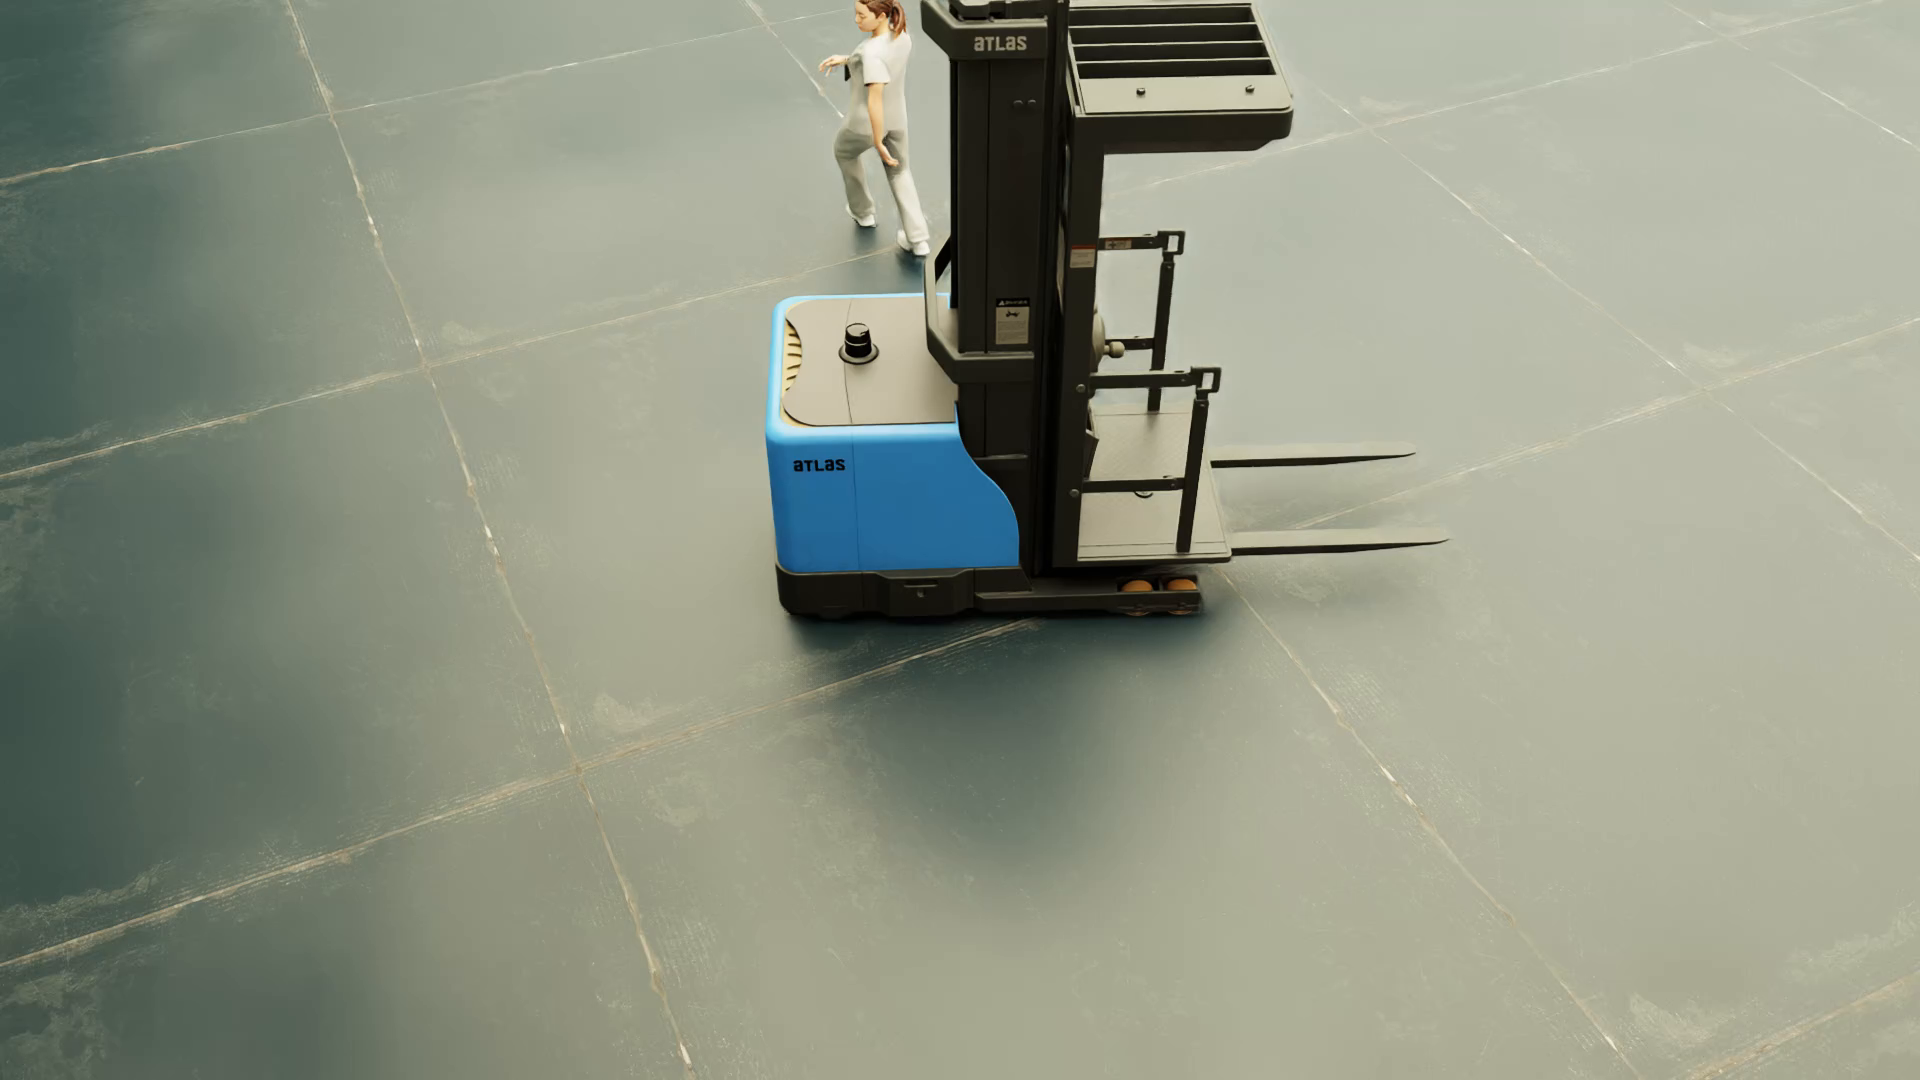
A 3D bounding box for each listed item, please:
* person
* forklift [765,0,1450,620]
[{"bbox_3d":[-0.469,-2.328,9.184,0.471,1.595,0.852,-28,50,-27],"label":"person"},{"bbox_3d":[0.685,-1.093,6.851,3.031,2.935,1.130,-2,43,-2],"label":"forklift"}]
